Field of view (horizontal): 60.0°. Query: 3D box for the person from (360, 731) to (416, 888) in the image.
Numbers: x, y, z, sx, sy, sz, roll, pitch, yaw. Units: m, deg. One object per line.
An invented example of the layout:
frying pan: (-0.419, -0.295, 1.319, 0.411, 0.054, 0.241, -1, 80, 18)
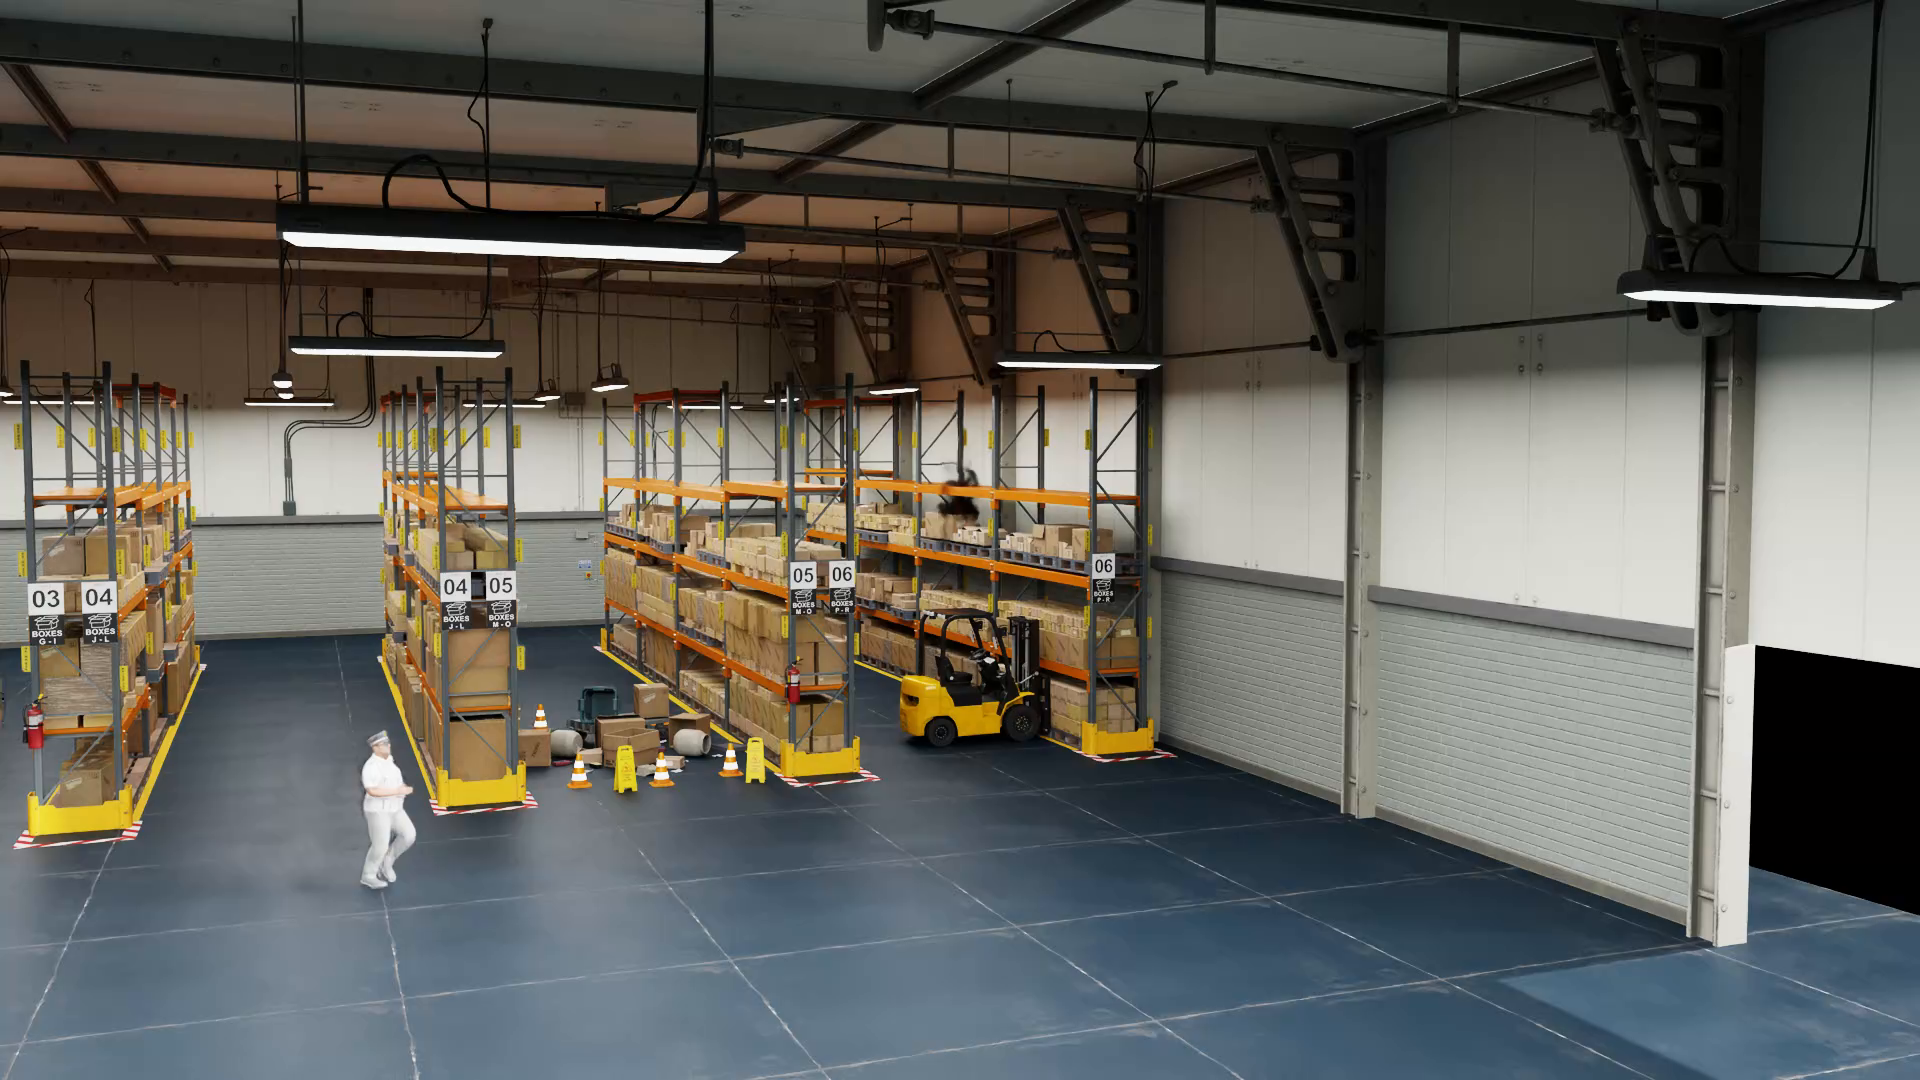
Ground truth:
person: (-6.375, 3.003, 18.583, 0.635, 1.770, 0.668, 1, 4, 12)

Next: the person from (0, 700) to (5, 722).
person: (-14.301, 2.768, 24.387, 0.522, 1.554, 0.598, -2, 4, -33)
